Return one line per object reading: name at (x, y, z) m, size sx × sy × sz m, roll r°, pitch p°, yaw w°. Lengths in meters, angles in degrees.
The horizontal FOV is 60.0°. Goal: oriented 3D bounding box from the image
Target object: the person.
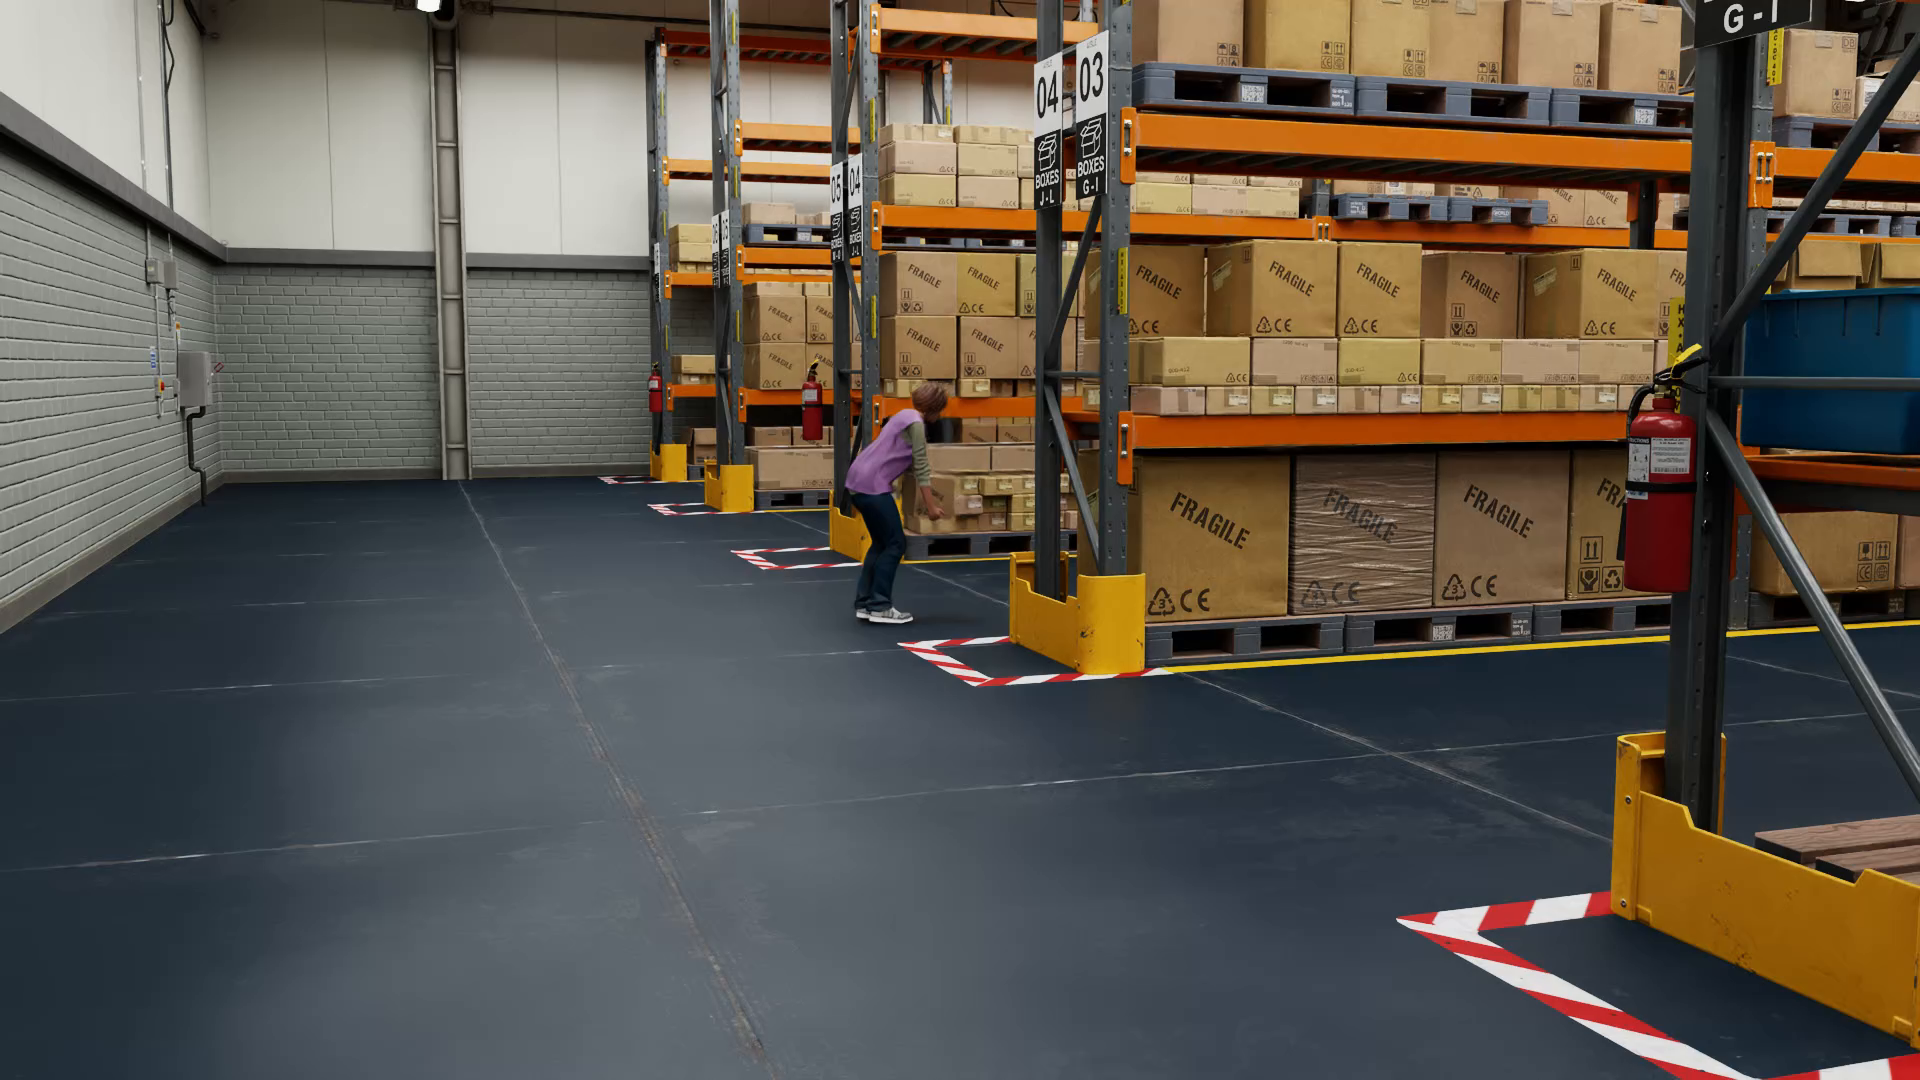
person at (-0.378, -0.228, 10.141) m, size 0.646 × 1.459 × 0.374 m, roll -2°, pitch 6°, yaw -20°
